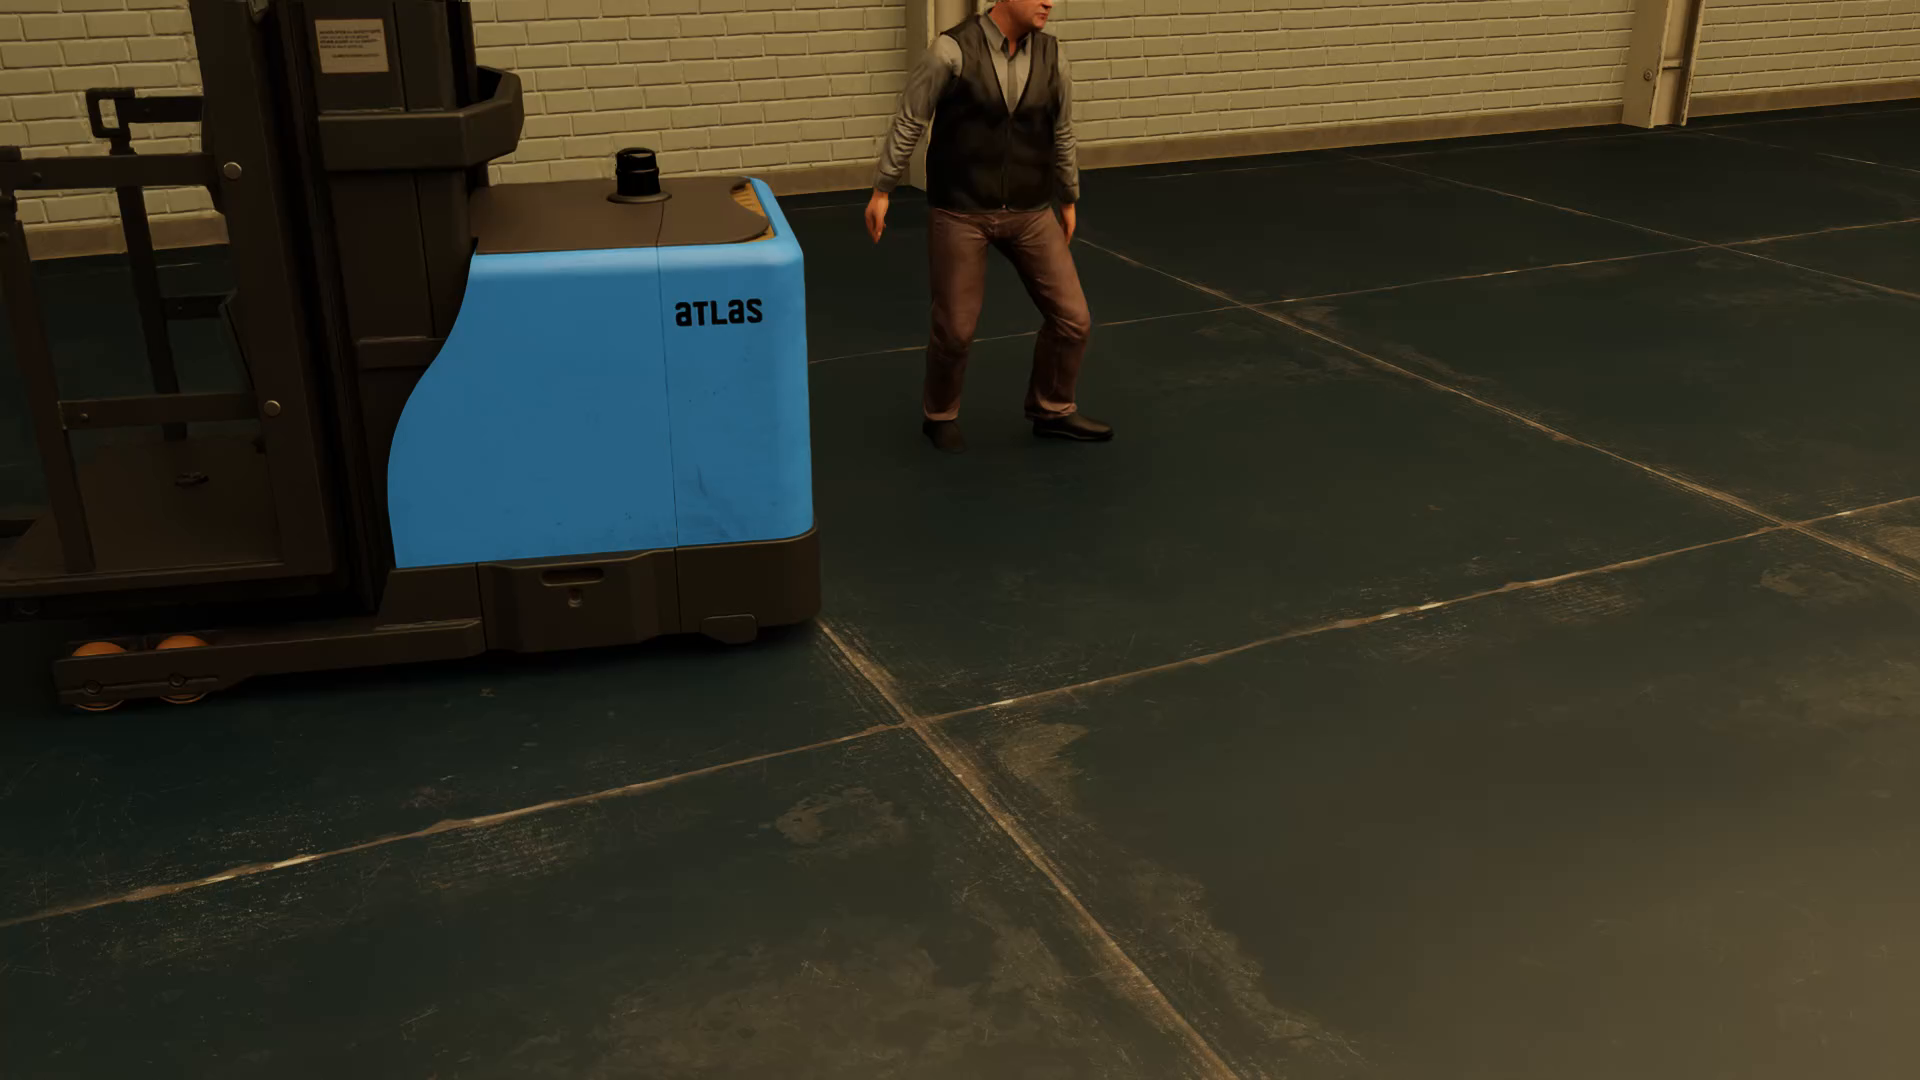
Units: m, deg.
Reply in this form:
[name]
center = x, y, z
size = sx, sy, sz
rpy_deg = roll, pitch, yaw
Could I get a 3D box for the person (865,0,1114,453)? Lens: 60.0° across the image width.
[person]
center = 0.107, -1.111, 5.645
size = 0.870, 1.694, 0.418
rpy_deg = -6, 23, -15

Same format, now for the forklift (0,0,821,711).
[forklift]
center = -1.944, -1.153, 4.061
size = 3.031, 2.935, 1.130
rpy_deg = -4, 23, -11
